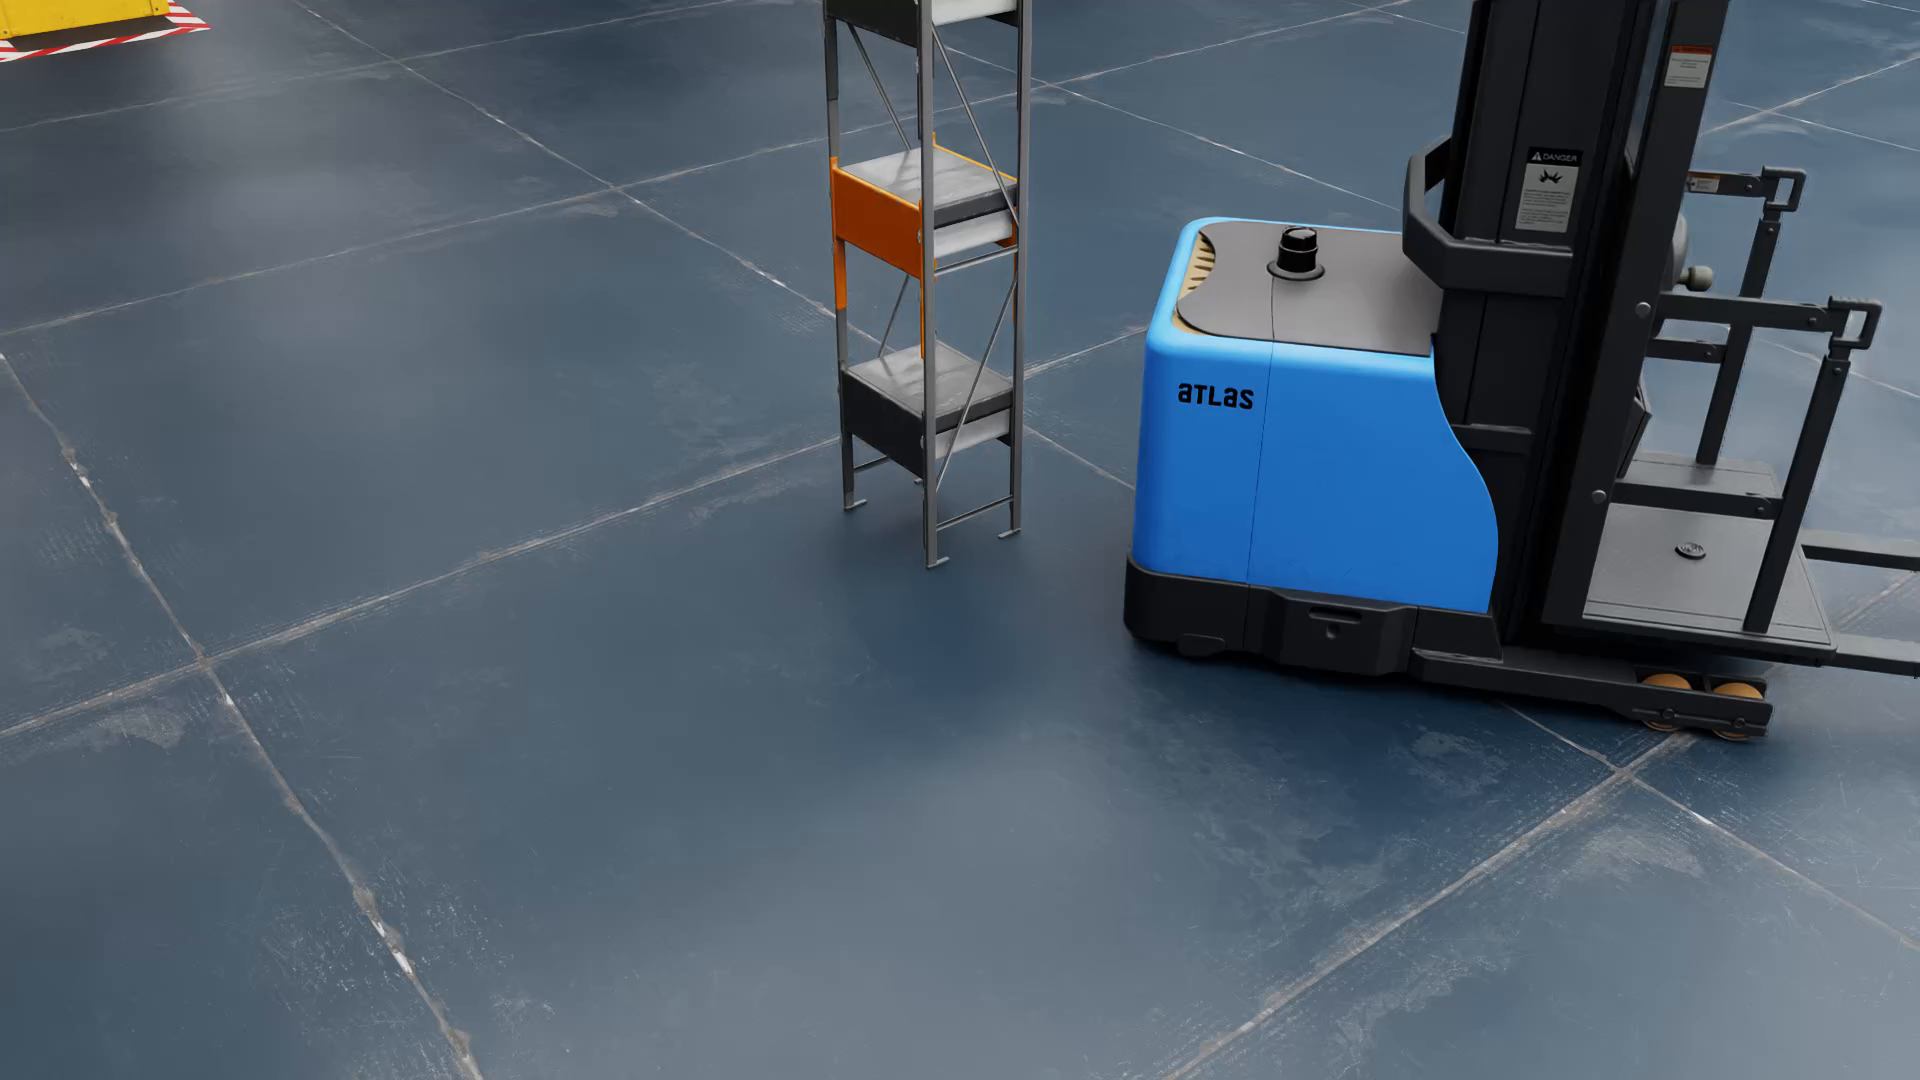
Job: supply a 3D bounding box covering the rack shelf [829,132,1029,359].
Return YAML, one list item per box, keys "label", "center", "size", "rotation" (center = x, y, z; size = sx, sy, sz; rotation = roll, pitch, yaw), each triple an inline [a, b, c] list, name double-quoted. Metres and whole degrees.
- label: "rack shelf"
  center: [-0.101, -0.949, 5.314]
  size: [0.431, 0.518, 0.480]
  rotation: [-22, 38, -31]

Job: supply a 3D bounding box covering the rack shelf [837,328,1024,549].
- label: "rack shelf"
  center: [-0.102, -0.355, 5.684]
  size: [0.431, 0.518, 0.480]
  rotation: [-22, 38, -31]

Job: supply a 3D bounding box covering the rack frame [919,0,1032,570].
- label: "rack frame"
  center: [0.048, -0.859, 5.143]
  size: [0.400, 2.100, 0.015]
  rotation: [-22, 38, -31]

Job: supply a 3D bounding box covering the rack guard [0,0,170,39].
- label: "rack guard"
  center: [-6.129, -3.817, 11.421]
  size: [1.175, 0.500, 0.348]
  rotation: [-22, 38, -31]

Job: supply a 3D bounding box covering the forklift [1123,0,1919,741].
- label: "forklift"
  center: [2.085, -0.974, 4.540]
  size: [3.031, 2.935, 1.130]
  rotation: [7, 33, 11]

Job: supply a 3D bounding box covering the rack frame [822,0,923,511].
- label: "rack frame"
  center: [-0.251, -1.063, 5.471]
  size: [0.400, 2.100, 0.015]
  rotation: [-22, 38, -31]

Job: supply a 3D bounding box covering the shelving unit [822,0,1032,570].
- label: "shelving unit"
  center: [-0.101, -0.961, 5.307]
  size: [0.431, 2.100, 0.503]
  rotation: [-22, 38, -31]

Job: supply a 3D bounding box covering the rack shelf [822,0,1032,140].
- label: "rack shelf"
  center: [-0.101, -1.544, 4.945]
  size: [0.431, 0.518, 0.480]
  rotation: [-22, 38, -31]
